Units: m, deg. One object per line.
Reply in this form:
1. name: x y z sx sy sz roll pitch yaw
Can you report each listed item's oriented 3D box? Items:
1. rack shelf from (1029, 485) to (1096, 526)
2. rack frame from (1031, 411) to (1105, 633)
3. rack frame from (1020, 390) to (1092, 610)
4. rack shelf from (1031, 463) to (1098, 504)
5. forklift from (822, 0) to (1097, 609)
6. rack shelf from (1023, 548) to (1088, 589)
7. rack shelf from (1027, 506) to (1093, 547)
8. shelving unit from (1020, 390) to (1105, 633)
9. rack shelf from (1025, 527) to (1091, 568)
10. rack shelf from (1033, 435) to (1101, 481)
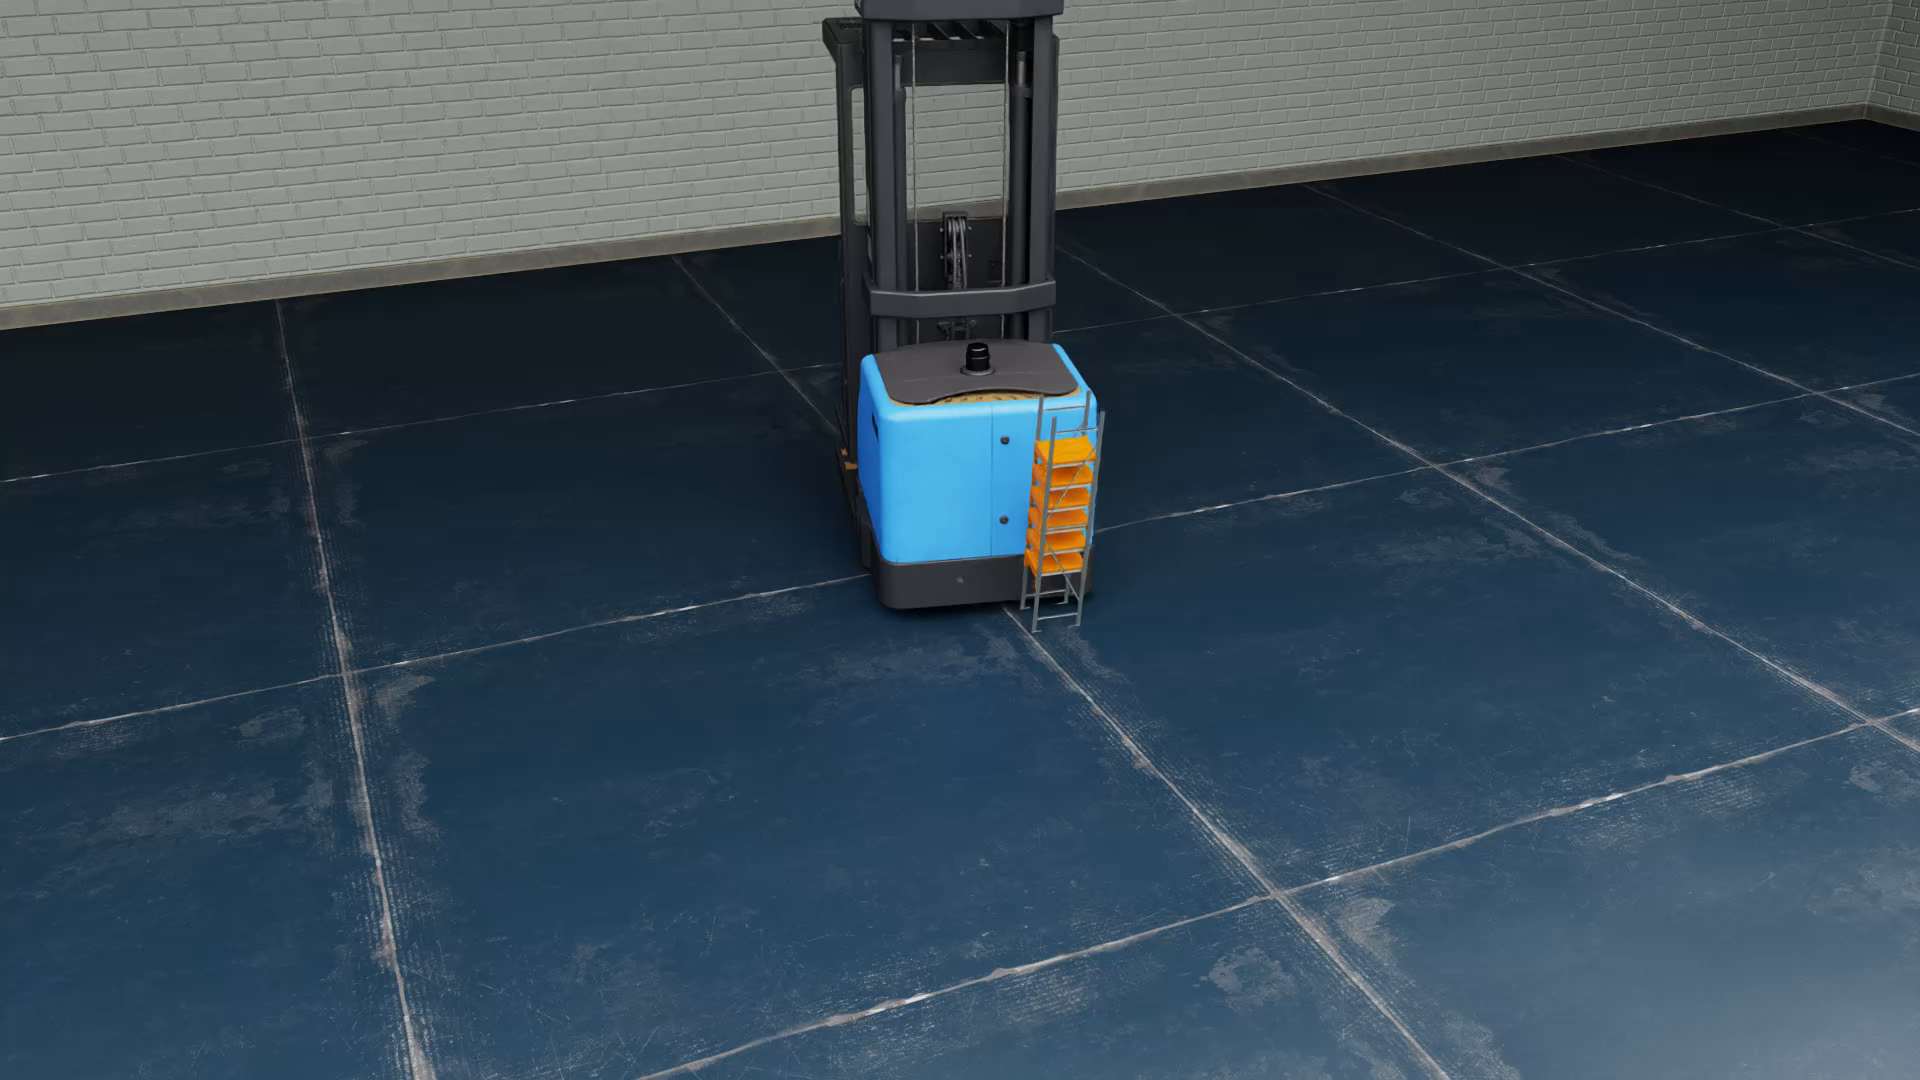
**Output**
1. rack shelf: 0.463 -0.173 7.548 0.258 0.103 0.180 -7 37 -14
2. rack frame: 0.483 -0.059 7.523 0.240 1.200 0.006 -7 37 -14
3. rack frame: 0.435 -0.165 7.664 0.240 1.200 0.006 -7 37 -14
4. rack shelf: 0.468 -0.269 7.478 0.258 0.103 0.180 -7 37 -14
5. forklift: -0.103 -1.609 8.705 1.130 2.935 3.031 -4 26 -9
6. rack shelf: 0.445 0.118 7.761 0.258 0.103 0.180 -7 37 -14
7. rack shelf: 0.457 -0.076 7.619 0.258 0.103 0.180 -7 37 -14
8. shelving unit: 0.459 -0.112 7.593 0.258 1.200 0.189 -7 37 -14
9. rack shelf: 0.451 0.021 7.690 0.258 0.103 0.180 -7 37 -14
10. rack shelf: 0.474 -0.366 7.407 0.258 0.103 0.180 -7 37 -14
